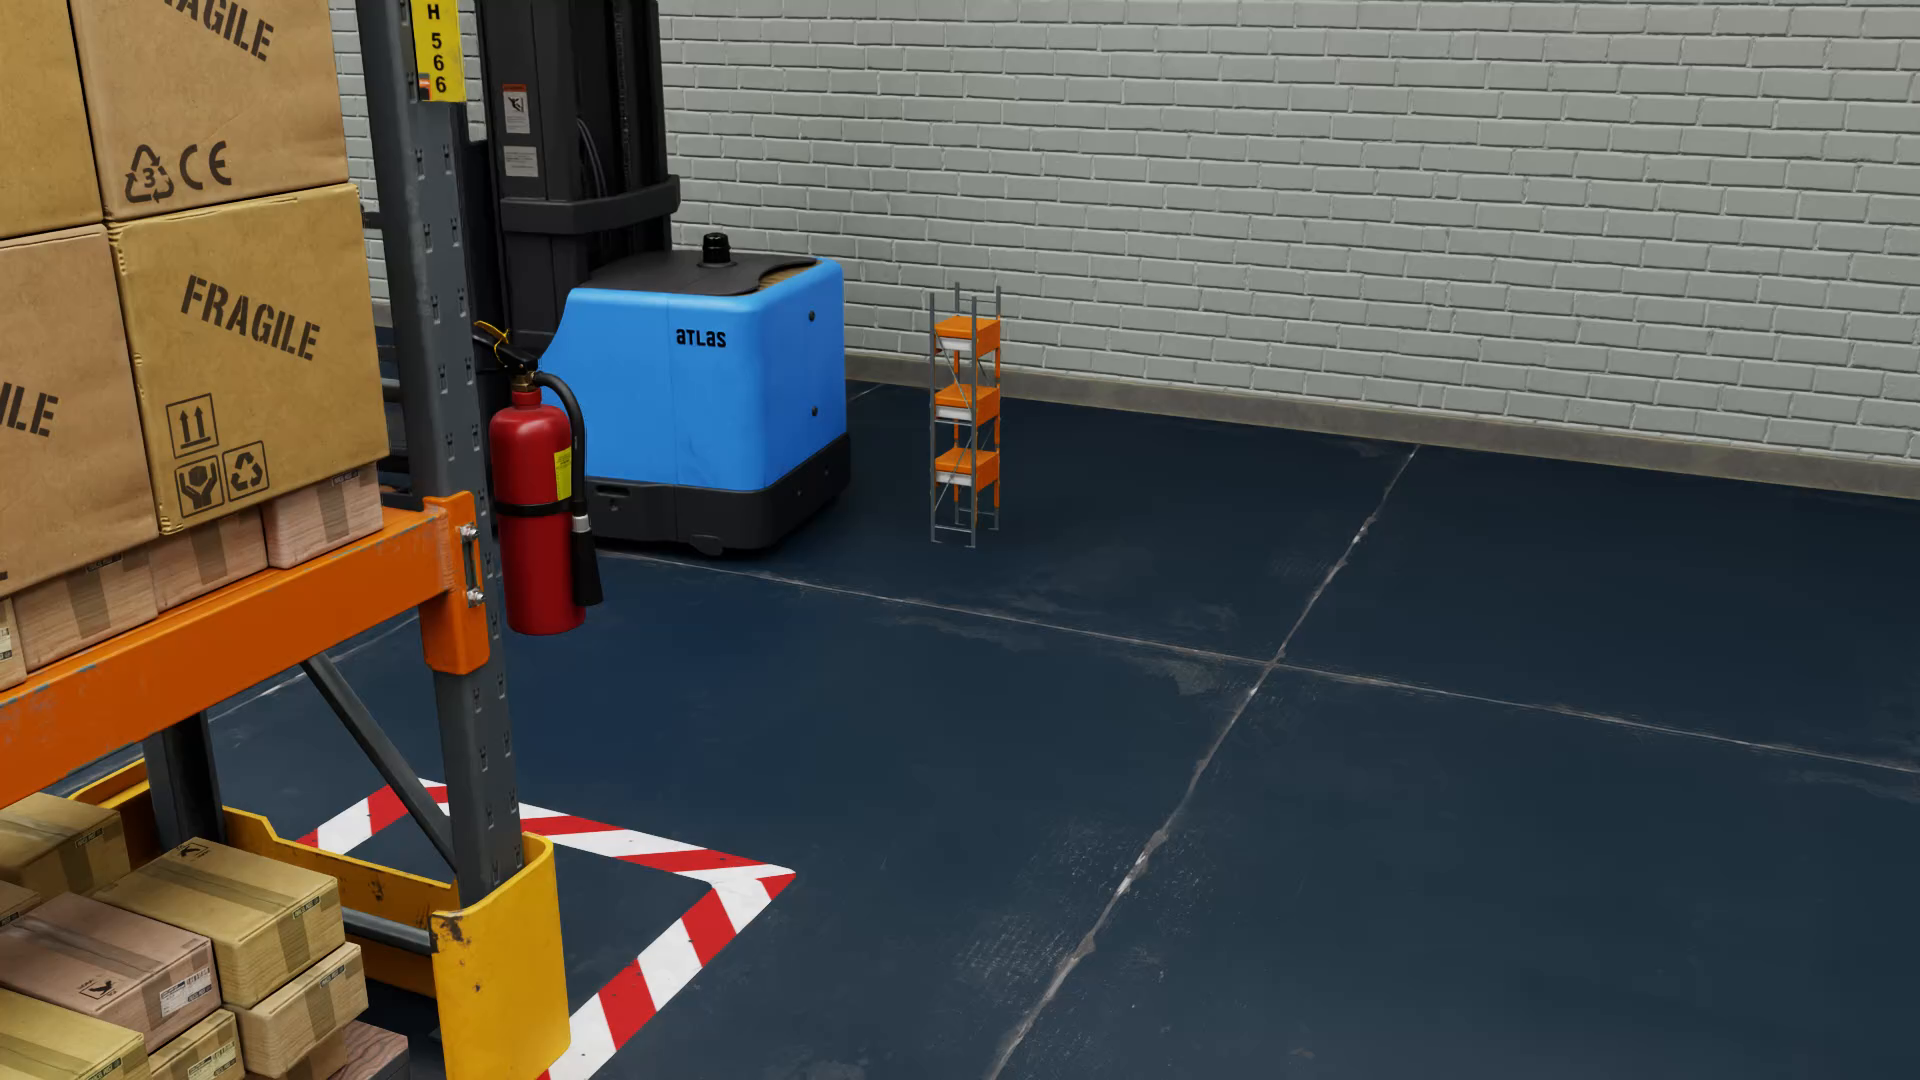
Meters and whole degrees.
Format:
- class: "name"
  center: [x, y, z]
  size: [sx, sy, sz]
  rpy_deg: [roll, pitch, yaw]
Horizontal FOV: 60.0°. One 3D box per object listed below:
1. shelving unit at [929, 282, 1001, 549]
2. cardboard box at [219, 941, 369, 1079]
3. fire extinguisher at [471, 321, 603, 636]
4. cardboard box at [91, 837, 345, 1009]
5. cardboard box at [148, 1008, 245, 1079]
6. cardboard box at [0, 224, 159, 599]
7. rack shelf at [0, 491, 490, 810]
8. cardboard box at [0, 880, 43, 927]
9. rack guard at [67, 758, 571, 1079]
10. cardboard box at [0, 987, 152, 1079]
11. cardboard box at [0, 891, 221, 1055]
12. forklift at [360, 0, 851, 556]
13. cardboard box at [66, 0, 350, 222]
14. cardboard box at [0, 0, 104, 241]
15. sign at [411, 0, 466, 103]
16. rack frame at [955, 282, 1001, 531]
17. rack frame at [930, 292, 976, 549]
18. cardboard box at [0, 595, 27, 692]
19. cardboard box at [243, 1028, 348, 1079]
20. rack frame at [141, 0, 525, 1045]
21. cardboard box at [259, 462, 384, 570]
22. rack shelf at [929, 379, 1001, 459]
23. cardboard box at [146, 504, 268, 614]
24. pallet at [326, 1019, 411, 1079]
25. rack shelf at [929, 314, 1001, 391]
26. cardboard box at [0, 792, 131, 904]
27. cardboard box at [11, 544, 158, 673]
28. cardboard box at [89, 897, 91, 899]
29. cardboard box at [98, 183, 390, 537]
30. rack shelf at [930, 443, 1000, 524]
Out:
- class: "shelving unit"
  center: [0.022, -0.511, 6.839]
  size: [0.215, 1.050, 0.252]
  rpy_deg: [9, 21, 23]
- class: "cardboard box"
  center: [-1.389, 0.871, 3.228]
  size: [0.380, 0.149, 0.250]
  rpy_deg: [8, 21, 21]
- class: "fire extinguisher"
  center: [-0.909, -0.136, 3.548]
  size: [0.296, 0.674, 0.183]
  rpy_deg: [9, 21, 23]
- class: "cardboard box"
  center: [-1.418, 0.727, 3.189]
  size: [0.380, 0.149, 0.250]
  rpy_deg: [9, 21, 23]
- class: "cardboard box"
  center: [-1.545, 0.943, 3.024]
  size: [0.380, 0.149, 0.250]
  rpy_deg: [8, 21, 21]
- class: "cardboard box"
  center: [-1.598, -0.193, 2.441]
  size: [0.500, 0.500, 0.500]
  rpy_deg: [8, 21, 22]
- class: "rack shelf"
  center: [-2.252, 0.615, 1.835]
  size: [1.077, 0.370, 4.000]
  rpy_deg: [9, 21, 23]
- class: "cardboard box"
  center: [-1.960, 0.744, 3.139]
  size: [0.380, 0.149, 0.250]
  rpy_deg: [9, 21, 24]
- class: "rack guard"
  center: [-1.464, 0.866, 3.788]
  size: [1.175, 0.500, 0.348]
  rpy_deg: [9, 21, 23]
- class: "cardboard box"
  center: [-1.564, 0.892, 2.723]
  size: [0.380, 0.149, 0.250]
  rpy_deg: [8, 21, 21]
- class: "cardboard box"
  center: [-1.574, 0.796, 2.995]
  size: [0.380, 0.149, 0.250]
  rpy_deg: [9, 21, 24]
- class: "forklift"
  center: [-2.066, -1.587, 7.056]
  size: [3.031, 2.935, 1.130]
  rpy_deg: [6, 20, 17]
- class: "cardboard box"
  center: [-1.393, -0.819, 2.711]
  size: [0.500, 0.500, 0.500]
  rpy_deg: [8, 21, 22]
- class: "cardboard box"
  center: [-1.601, -0.664, 2.275]
  size: [0.500, 0.500, 0.500]
  rpy_deg: [8, 21, 21]
- class: "sign"
  center: [-0.935, -0.947, 2.956]
  size: [0.100, 0.325, 0.005]
  rpy_deg: [9, 21, 23]
- class: "rack frame"
  center: [0.072, -0.548, 6.944]
  size: [0.200, 1.050, 0.008]
  rpy_deg: [9, 21, 23]
- class: "rack frame"
  center: [-0.028, -0.474, 6.734]
  size: [0.200, 1.050, 0.008]
  rpy_deg: [9, 21, 23]
- class: "cardboard box"
  center: [-1.617, 0.153, 2.438]
  size: [0.380, 0.149, 0.250]
  rpy_deg: [9, 22, 24]
- class: "cardboard box"
  center: [-1.458, 1.000, 3.308]
  size: [0.380, 0.149, 0.250]
  rpy_deg: [9, 21, 24]
- class: "rack frame"
  center: [-1.433, -0.335, 3.434]
  size: [1.000, 3.000, 0.127]
  rpy_deg: [9, 21, 23]
- class: "cardboard box"
  center: [-1.308, -0.078, 3.087]
  size: [0.380, 0.149, 0.250]
  rpy_deg: [9, 21, 23]
- class: "rack shelf"
  center: [0.022, -0.501, 6.842]
  size: [0.215, 0.259, 0.240]
  rpy_deg: [9, 21, 23]
- class: "cardboard box"
  center: [-1.445, -0.007, 2.888]
  size: [0.380, 0.149, 0.250]
  rpy_deg: [9, 21, 23]
- class: "pallet"
  center: [-1.829, 1.246, 3.151]
  size: [1.003, 0.211, 1.213]
  rpy_deg: [9, 21, 23]
- class: "rack shelf"
  center: [0.022, -0.768, 6.747]
  size: [0.215, 0.259, 0.240]
  rpy_deg: [9, 21, 23]
- class: "cardboard box"
  center: [-1.957, 0.644, 3.422]
  size: [0.380, 0.149, 0.250]
  rpy_deg: [8, 21, 20]
- class: "cardboard box"
  center: [-1.533, 0.071, 2.666]
  size: [0.380, 0.149, 0.250]
  rpy_deg: [8, 21, 22]
- class: "cardboard box"
  center: [-1.882, 0.795, 3.440]
  size: [0.380, 0.149, 0.250]
  rpy_deg: [10, 22, 25]
- class: "cardboard box"
  center: [-1.382, -0.350, 2.882]
  size: [0.500, 0.500, 0.500]
  rpy_deg: [9, 21, 24]
- class: "rack shelf"
  center: [0.022, -0.239, 6.936]
  size: [0.215, 0.259, 0.240]
  rpy_deg: [9, 21, 23]
